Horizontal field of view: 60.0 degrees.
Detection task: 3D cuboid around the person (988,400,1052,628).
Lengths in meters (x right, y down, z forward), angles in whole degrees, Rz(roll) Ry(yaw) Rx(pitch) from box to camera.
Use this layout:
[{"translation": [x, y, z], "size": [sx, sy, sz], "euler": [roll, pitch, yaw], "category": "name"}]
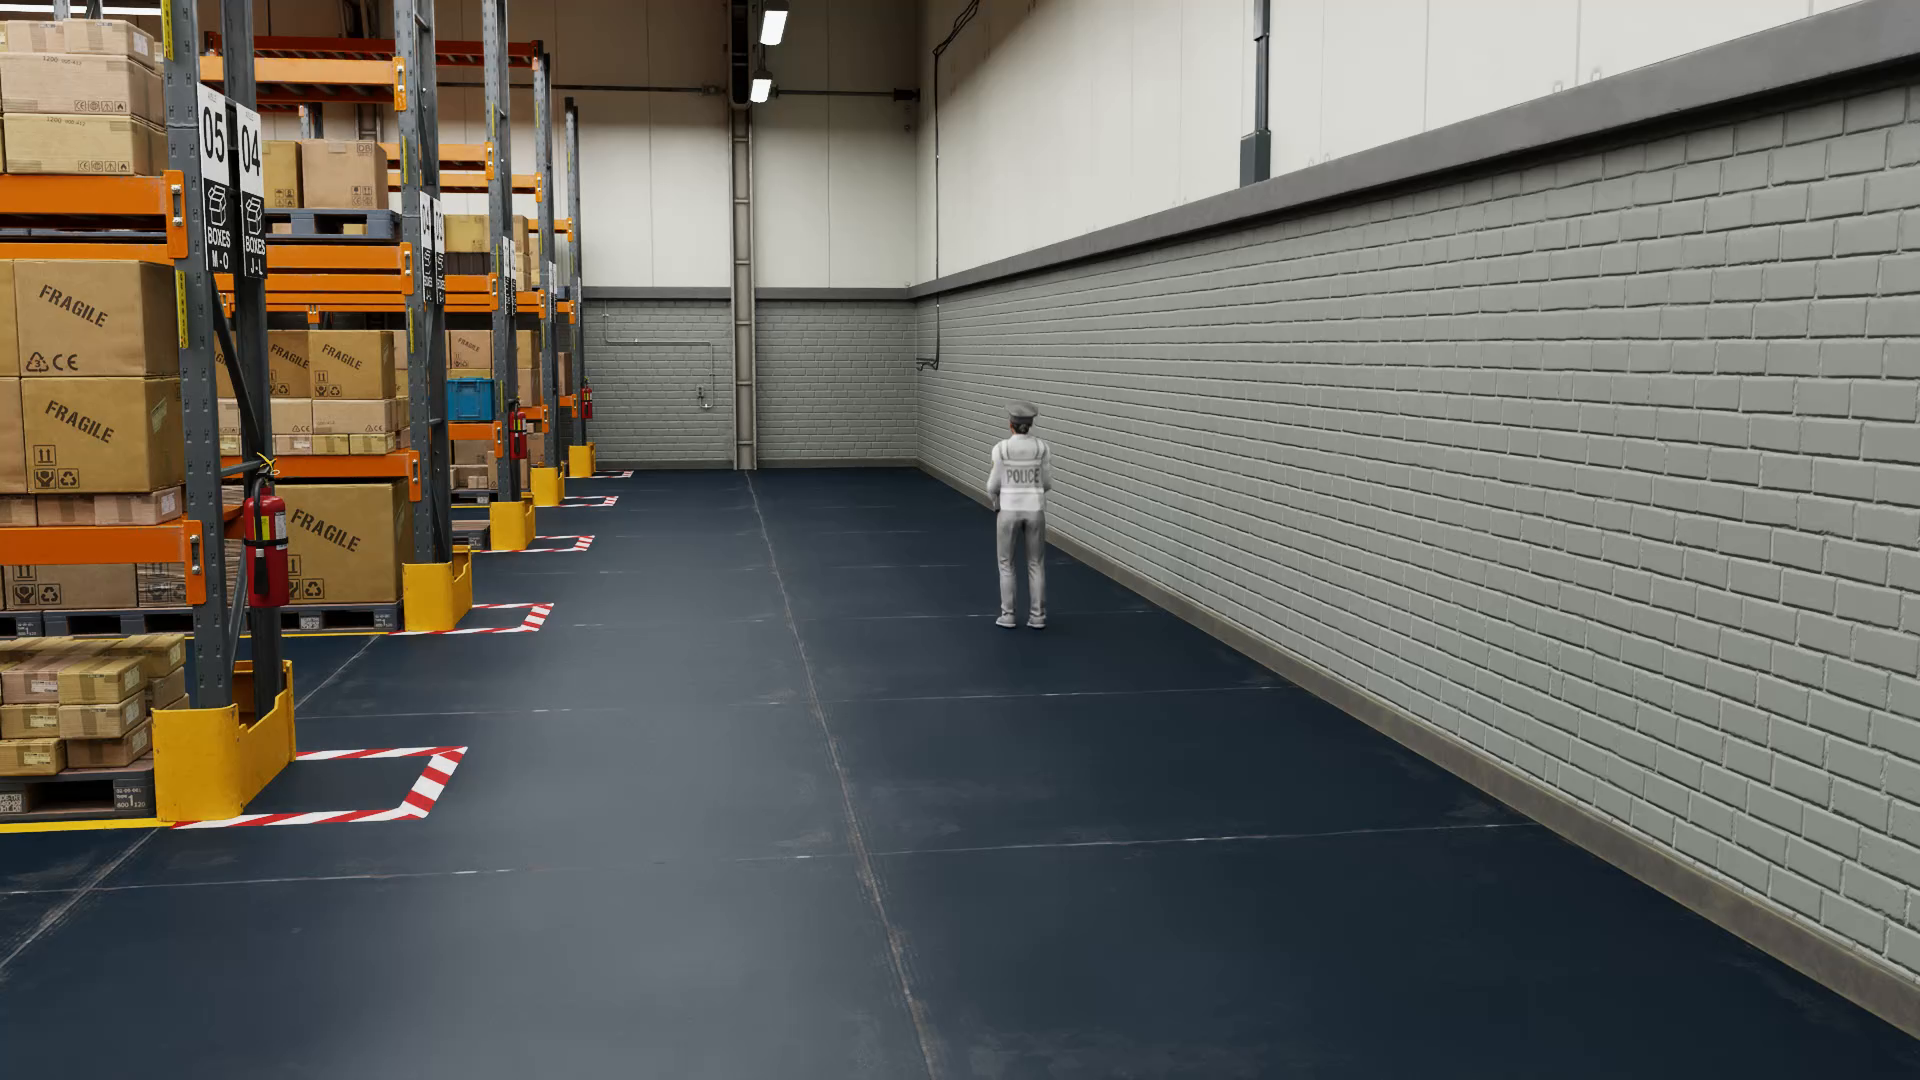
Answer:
[{"translation": [0.437, -0.194, 12.375], "size": [0.482, 1.692, 0.517], "euler": [-1, 7, -9], "category": "person"}]
